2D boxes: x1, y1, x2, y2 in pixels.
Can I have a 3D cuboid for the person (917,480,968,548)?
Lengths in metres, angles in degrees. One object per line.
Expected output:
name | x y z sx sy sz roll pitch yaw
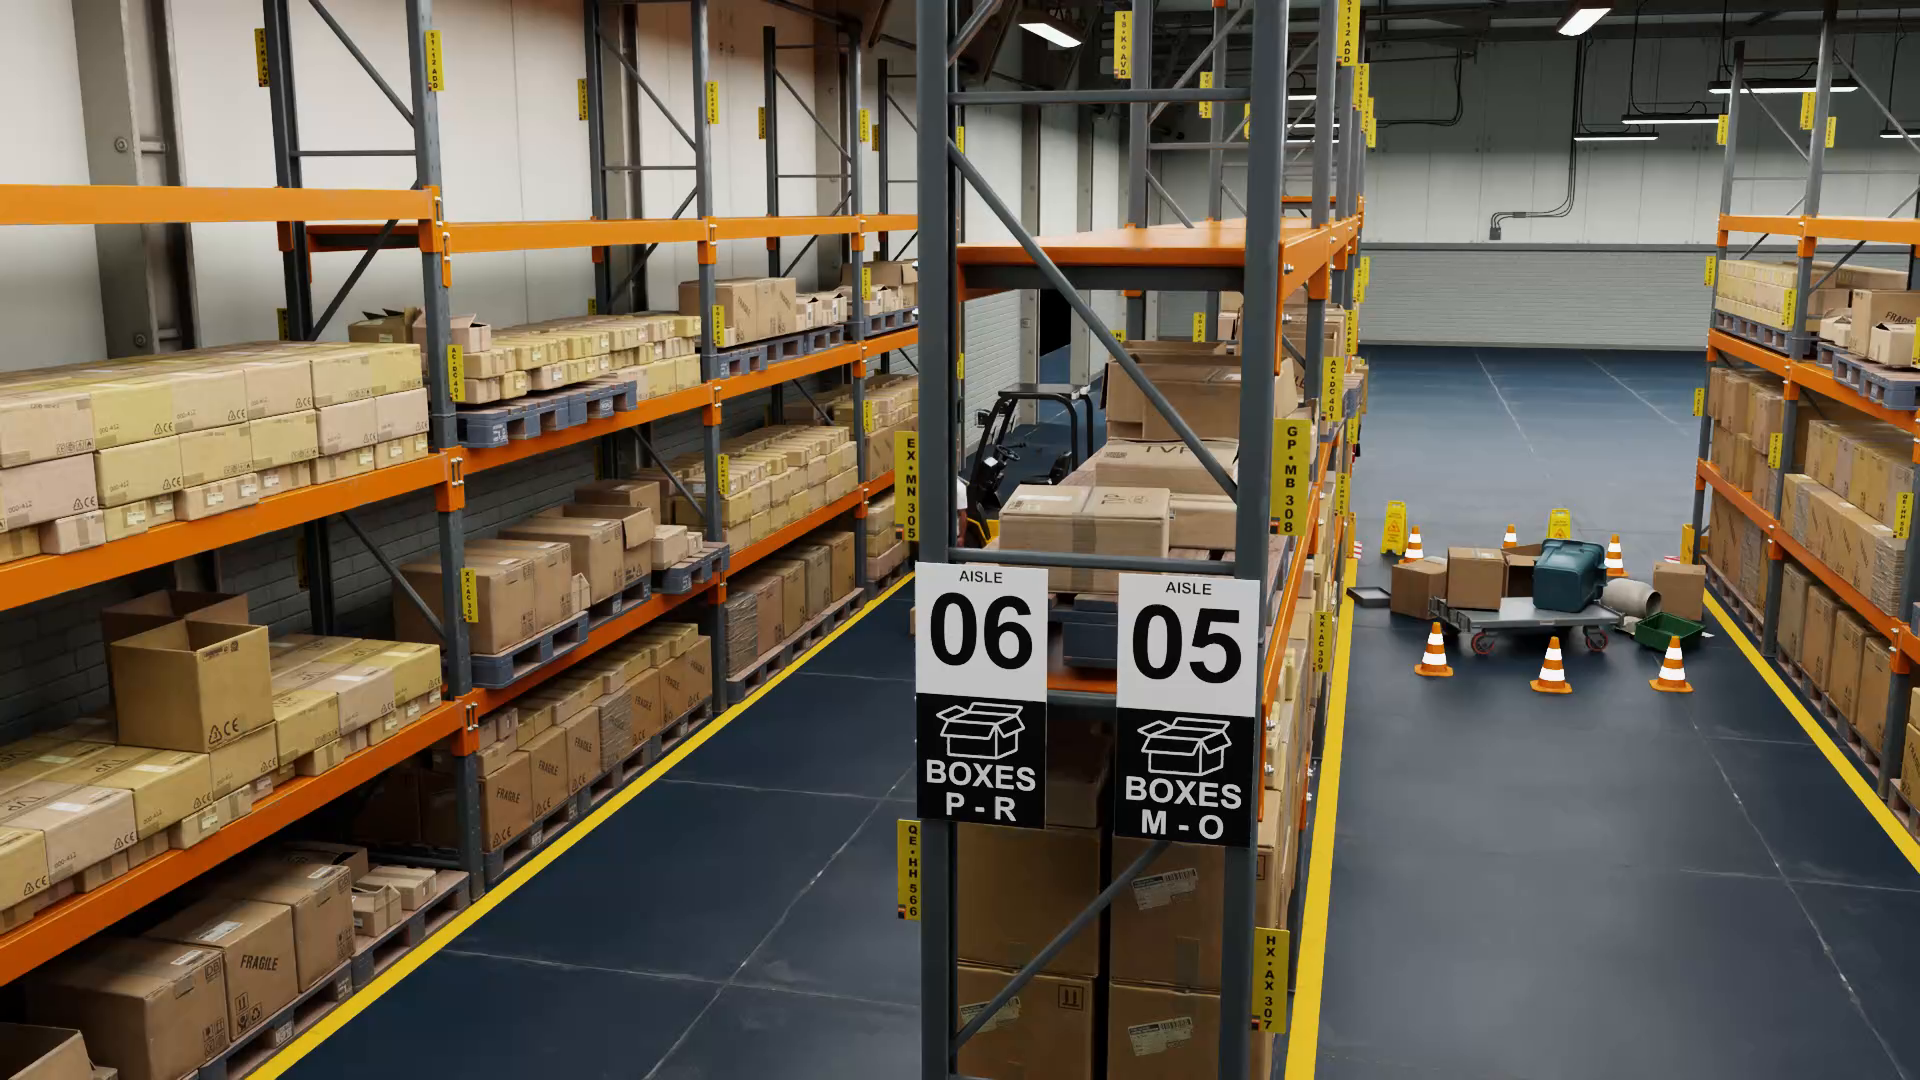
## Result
person | -0.202 -0.030 17.045 0.565 1.760 0.357 3 12 16
